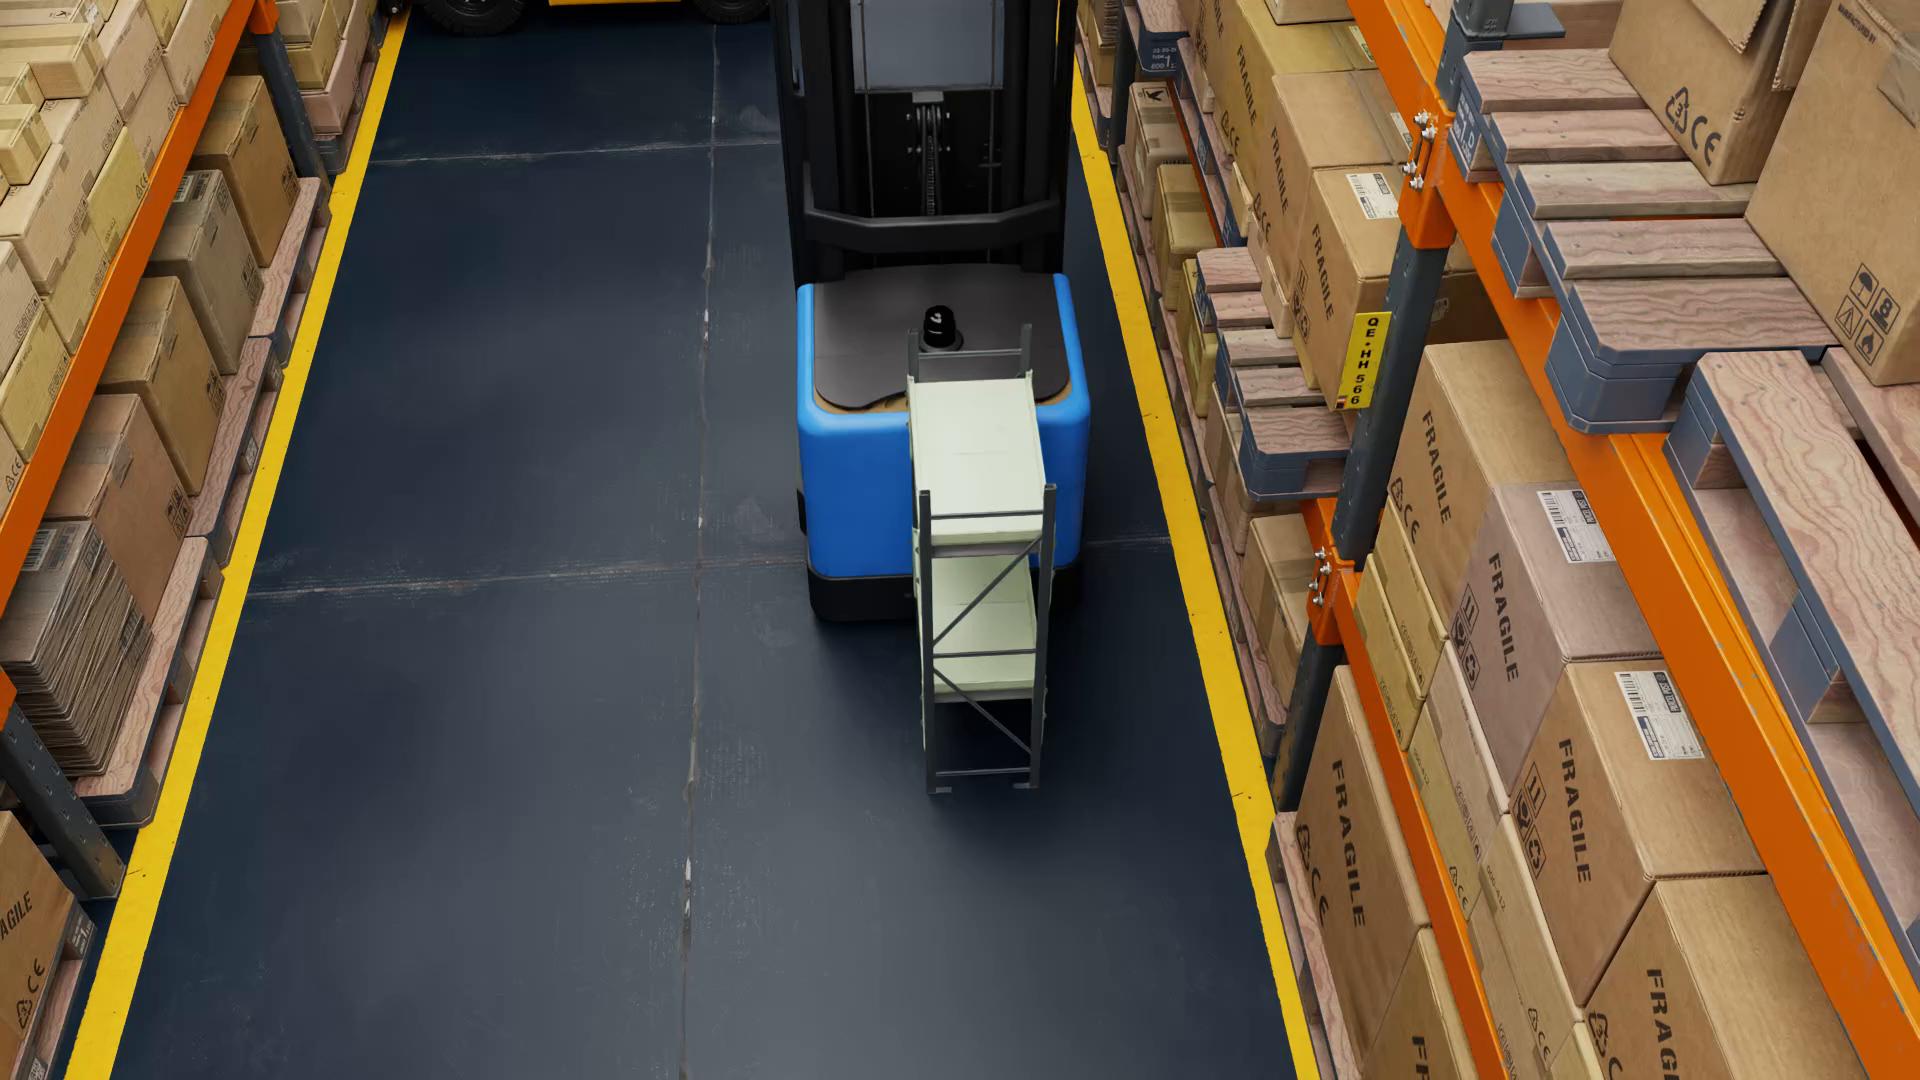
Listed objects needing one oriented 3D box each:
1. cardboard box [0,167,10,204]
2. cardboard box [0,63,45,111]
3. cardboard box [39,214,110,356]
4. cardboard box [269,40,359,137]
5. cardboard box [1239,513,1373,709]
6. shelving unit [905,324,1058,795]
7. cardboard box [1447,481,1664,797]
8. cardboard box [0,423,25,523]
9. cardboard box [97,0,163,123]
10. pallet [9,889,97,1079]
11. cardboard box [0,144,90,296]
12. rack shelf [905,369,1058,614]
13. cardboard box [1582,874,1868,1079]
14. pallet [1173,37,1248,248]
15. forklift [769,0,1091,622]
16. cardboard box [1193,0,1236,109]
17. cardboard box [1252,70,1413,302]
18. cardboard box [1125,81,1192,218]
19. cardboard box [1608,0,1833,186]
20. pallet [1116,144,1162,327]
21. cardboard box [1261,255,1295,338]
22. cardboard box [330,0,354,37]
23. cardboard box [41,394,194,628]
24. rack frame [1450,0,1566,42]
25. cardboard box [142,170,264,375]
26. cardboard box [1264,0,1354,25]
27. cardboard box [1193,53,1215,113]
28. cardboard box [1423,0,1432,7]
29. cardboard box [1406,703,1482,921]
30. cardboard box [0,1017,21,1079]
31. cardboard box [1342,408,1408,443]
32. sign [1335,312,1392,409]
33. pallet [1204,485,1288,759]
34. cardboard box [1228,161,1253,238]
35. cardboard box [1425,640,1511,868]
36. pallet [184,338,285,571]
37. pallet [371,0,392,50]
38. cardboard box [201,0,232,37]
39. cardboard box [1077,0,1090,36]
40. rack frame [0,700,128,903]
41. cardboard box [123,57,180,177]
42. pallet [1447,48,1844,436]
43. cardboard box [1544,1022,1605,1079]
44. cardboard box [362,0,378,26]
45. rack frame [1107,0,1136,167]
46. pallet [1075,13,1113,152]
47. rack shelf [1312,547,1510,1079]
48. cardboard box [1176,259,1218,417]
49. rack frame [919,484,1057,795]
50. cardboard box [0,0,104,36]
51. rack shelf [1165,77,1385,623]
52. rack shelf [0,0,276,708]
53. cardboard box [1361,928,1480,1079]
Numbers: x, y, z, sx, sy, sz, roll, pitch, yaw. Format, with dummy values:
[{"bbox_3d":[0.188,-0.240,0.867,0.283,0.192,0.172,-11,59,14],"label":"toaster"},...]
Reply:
[{"bbox_3d":[-3.230,-1.087,5.197,0.380,0.149,0.250,-3,47,-3],"label":"cardboard box"},{"bbox_3d":[-3.310,-1.456,5.548,0.380,0.149,0.250,-3,47,-3],"label":"cardboard box"},{"bbox_3d":[-3.221,-0.856,5.598,0.500,0.250,0.500,-5,47,-5],"label":"cardboard box"},{"bbox_3d":[-3.386,-2.298,8.465,0.500,0.250,0.500,-3,47,-3],"label":"cardboard box"},{"bbox_3d":[1.568,0.211,6.005,0.950,0.372,0.625,-6,47,-6],"label":"cardboard box"},{"bbox_3d":[0.056,0.104,5.618,0.431,1.500,0.755,-3,47,-3],"label":"shelving unit"},{"bbox_3d":[1.454,0.213,3.725,0.500,0.500,0.500,-3,47,-3],"label":"cardboard box"},{"bbox_3d":[-3.134,-0.119,4.900,0.500,0.250,0.500,-3,47,-3],"label":"cardboard box"},{"bbox_3d":[-3.292,-1.767,6.117,0.500,0.250,0.500,-3,47,-3],"label":"cardboard box"},{"bbox_3d":[-3.316,1.667,5.026,1.003,0.211,1.213,-3,47,-3],"label":"pallet"},{"bbox_3d":[-3.201,-1.033,5.421,0.500,0.250,0.500,-5,47,-4],"label":"cardboard box"},{"bbox_3d":[0.056,-0.164,5.335,0.431,0.370,0.720,-3,47,-3],"label":"rack shelf"},{"bbox_3d":[1.521,0.953,3.024,0.500,0.500,0.500,-3,47,-3],"label":"cardboard box"},{"bbox_3d":[1.399,-1.503,6.240,1.003,0.211,1.213,-3,47,-3],"label":"pallet"},{"bbox_3d":[-0.146,-1.763,6.401,1.130,2.935,3.031,-3,47,-3],"label":"forklift"},{"bbox_3d":[1.148,-1.866,5.888,0.500,0.500,0.500,-5,47,-5],"label":"cardboard box"},{"bbox_3d":[1.236,-1.106,5.168,0.500,0.500,0.500,-4,47,-4],"label":"cardboard box"},{"bbox_3d":[1.317,-1.895,7.999,0.950,0.372,0.625,-3,47,-3],"label":"cardboard box"},{"bbox_3d":[1.788,-1.087,3.287,0.797,0.503,0.637,-6,47,-6],"label":"cardboard box"},{"bbox_3d":[1.337,-1.511,8.036,1.003,0.211,1.213,-3,47,-3],"label":"pallet"},{"bbox_3d":[1.183,-0.789,5.315,0.380,0.149,0.250,-4,47,-4],"label":"cardboard box"},{"bbox_3d":[-3.452,-2.833,8.627,0.500,0.250,0.500,-4,47,-4],"label":"cardboard box"},{"bbox_3d":[-3.441,-0.087,6.113,0.875,0.625,0.625,-2,47,-2],"label":"cardboard box"},{"bbox_3d":[1.606,-2.202,2.638,1.000,3.000,0.127,-3,47,-3],"label":"rack frame"},{"bbox_3d":[-3.563,-1.118,7.089,0.875,0.625,0.625,-4,47,-4],"label":"cardboard box"},{"bbox_3d":[1.188,-1.810,5.388,0.380,0.149,0.250,-6,47,-5],"label":"cardboard box"},{"bbox_3d":[1.084,-1.727,6.204,0.380,0.149,0.250,-2,47,-2],"label":"cardboard box"},{"bbox_3d":[1.341,-1.479,4.192,0.380,0.149,0.250,-3,47,-3],"label":"cardboard box"},{"bbox_3d":[1.456,0.652,4.170,0.500,0.250,0.500,-5,47,-4],"label":"cardboard box"},{"bbox_3d":[-3.059,1.536,4.662,0.500,0.500,0.500,-4,47,-4],"label":"cardboard box"},{"bbox_3d":[1.344,-0.420,4.966,0.380,0.149,0.250,-2,47,-2],"label":"cardboard box"},{"bbox_3d":[1.066,-0.470,4.387,0.100,0.325,0.005,-3,47,-3],"label":"sign"},{"bbox_3d":[1.542,0.254,6.364,1.003,0.211,1.213,-3,47,-3],"label":"pallet"},{"bbox_3d":[1.133,-1.170,5.676,0.380,0.149,0.250,-3,47,-3],"label":"cardboard box"},{"bbox_3d":[1.444,0.496,3.973,0.500,0.250,0.500,-2,47,-2],"label":"cardboard box"},{"bbox_3d":[-3.469,-0.355,6.940,1.003,0.211,1.213,-3,47,-3],"label":"pallet"},{"bbox_3d":[-3.805,-3.233,9.666,1.003,0.211,1.213,-3,47,-3],"label":"pallet"},{"bbox_3d":[-3.372,-2.329,6.993,0.500,0.250,0.500,-3,47,-2],"label":"cardboard box"},{"bbox_3d":[0.899,-3.028,9.157,0.500,0.250,0.500,-5,47,-4],"label":"cardboard box"},{"bbox_3d":[-3.340,0.165,4.528,1.000,3.000,0.127,-3,47,-3],"label":"rack frame"},{"bbox_3d":[-3.314,-1.604,6.306,0.500,0.250,0.500,-3,47,-3],"label":"cardboard box"},{"bbox_3d":[1.712,-0.643,3.357,1.213,0.211,1.003,-2,47,-1],"label":"pallet"},{"bbox_3d":[1.503,1.225,3.283,0.500,0.250,0.500,-3,47,-3],"label":"cardboard box"},{"bbox_3d":[-3.502,-3.035,9.163,0.500,0.250,0.500,-3,47,-3],"label":"cardboard box"},{"bbox_3d":[1.271,-3.033,7.557,1.000,3.000,0.127,-3,47,-3],"label":"rack frame"},{"bbox_3d":[1.179,-2.558,9.027,1.003,0.211,1.213,-3,47,-3],"label":"pallet"},{"bbox_3d":[1.773,1.555,3.707,1.077,0.370,4.000,-3,47,-3],"label":"rack shelf"},{"bbox_3d":[1.441,-0.872,7.030,0.950,0.372,0.625,-2,47,-2],"label":"cardboard box"},{"bbox_3d":[0.080,0.369,5.367,0.400,1.500,0.023,-3,47,-3],"label":"rack frame"},{"bbox_3d":[-3.289,-1.830,5.901,0.380,0.149,0.250,-3,47,-3],"label":"cardboard box"},{"bbox_3d":[1.438,-1.339,6.448,1.077,0.370,4.000,-3,47,-3],"label":"rack shelf"},{"bbox_3d":[-3.508,-1.034,6.159,1.077,0.370,4.000,-3,47,-3],"label":"rack shelf"},{"bbox_3d":[1.651,1.597,4.345,0.875,0.875,0.875,-3,47,-3],"label":"cardboard box"}]
